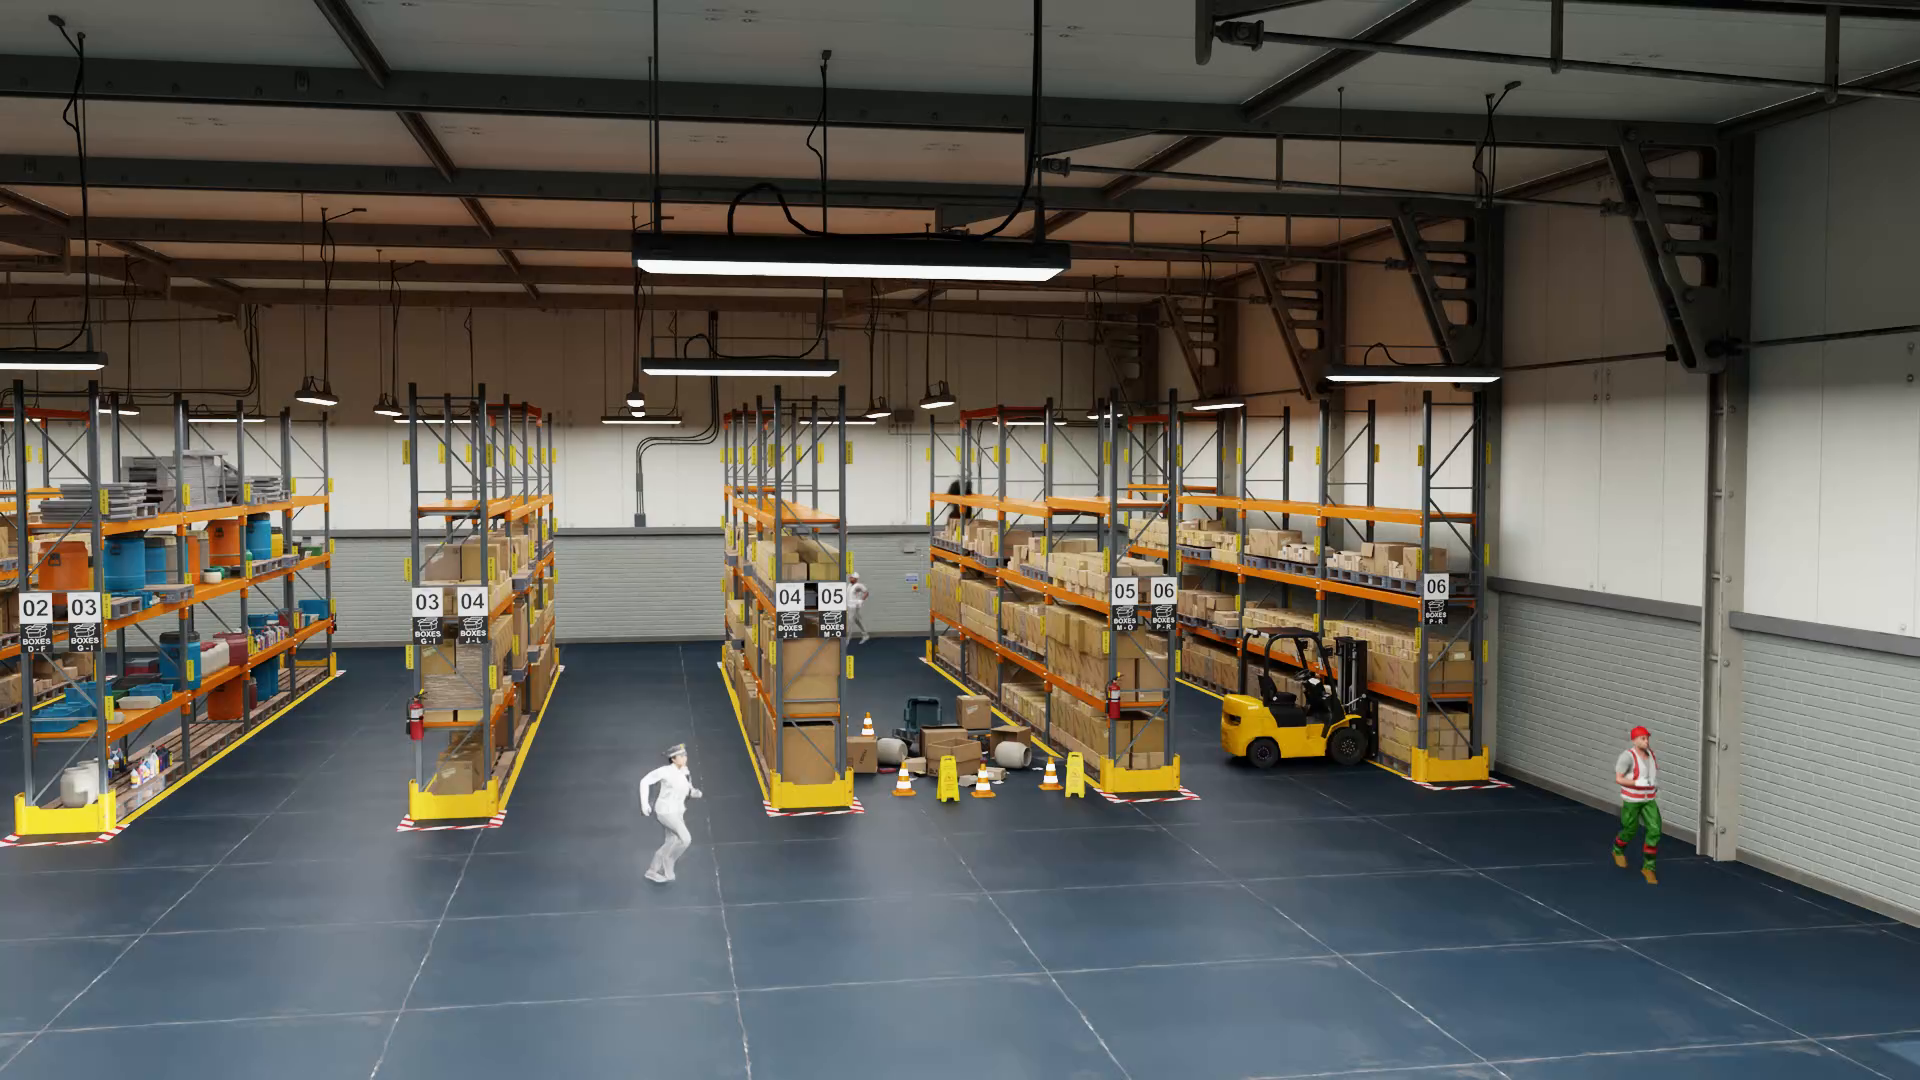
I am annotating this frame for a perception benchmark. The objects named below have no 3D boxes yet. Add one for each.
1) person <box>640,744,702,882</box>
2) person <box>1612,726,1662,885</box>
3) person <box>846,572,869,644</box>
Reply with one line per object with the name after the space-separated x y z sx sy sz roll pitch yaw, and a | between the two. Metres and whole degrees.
-3.343 3.177 19.324 0.741 1.642 0.645 1 3 27 | person
8.024 3.128 19.735 0.680 1.867 0.831 -1 3 -14 | person
-2.655 1.705 41.396 0.869 1.817 0.676 -1 3 -22 | person
